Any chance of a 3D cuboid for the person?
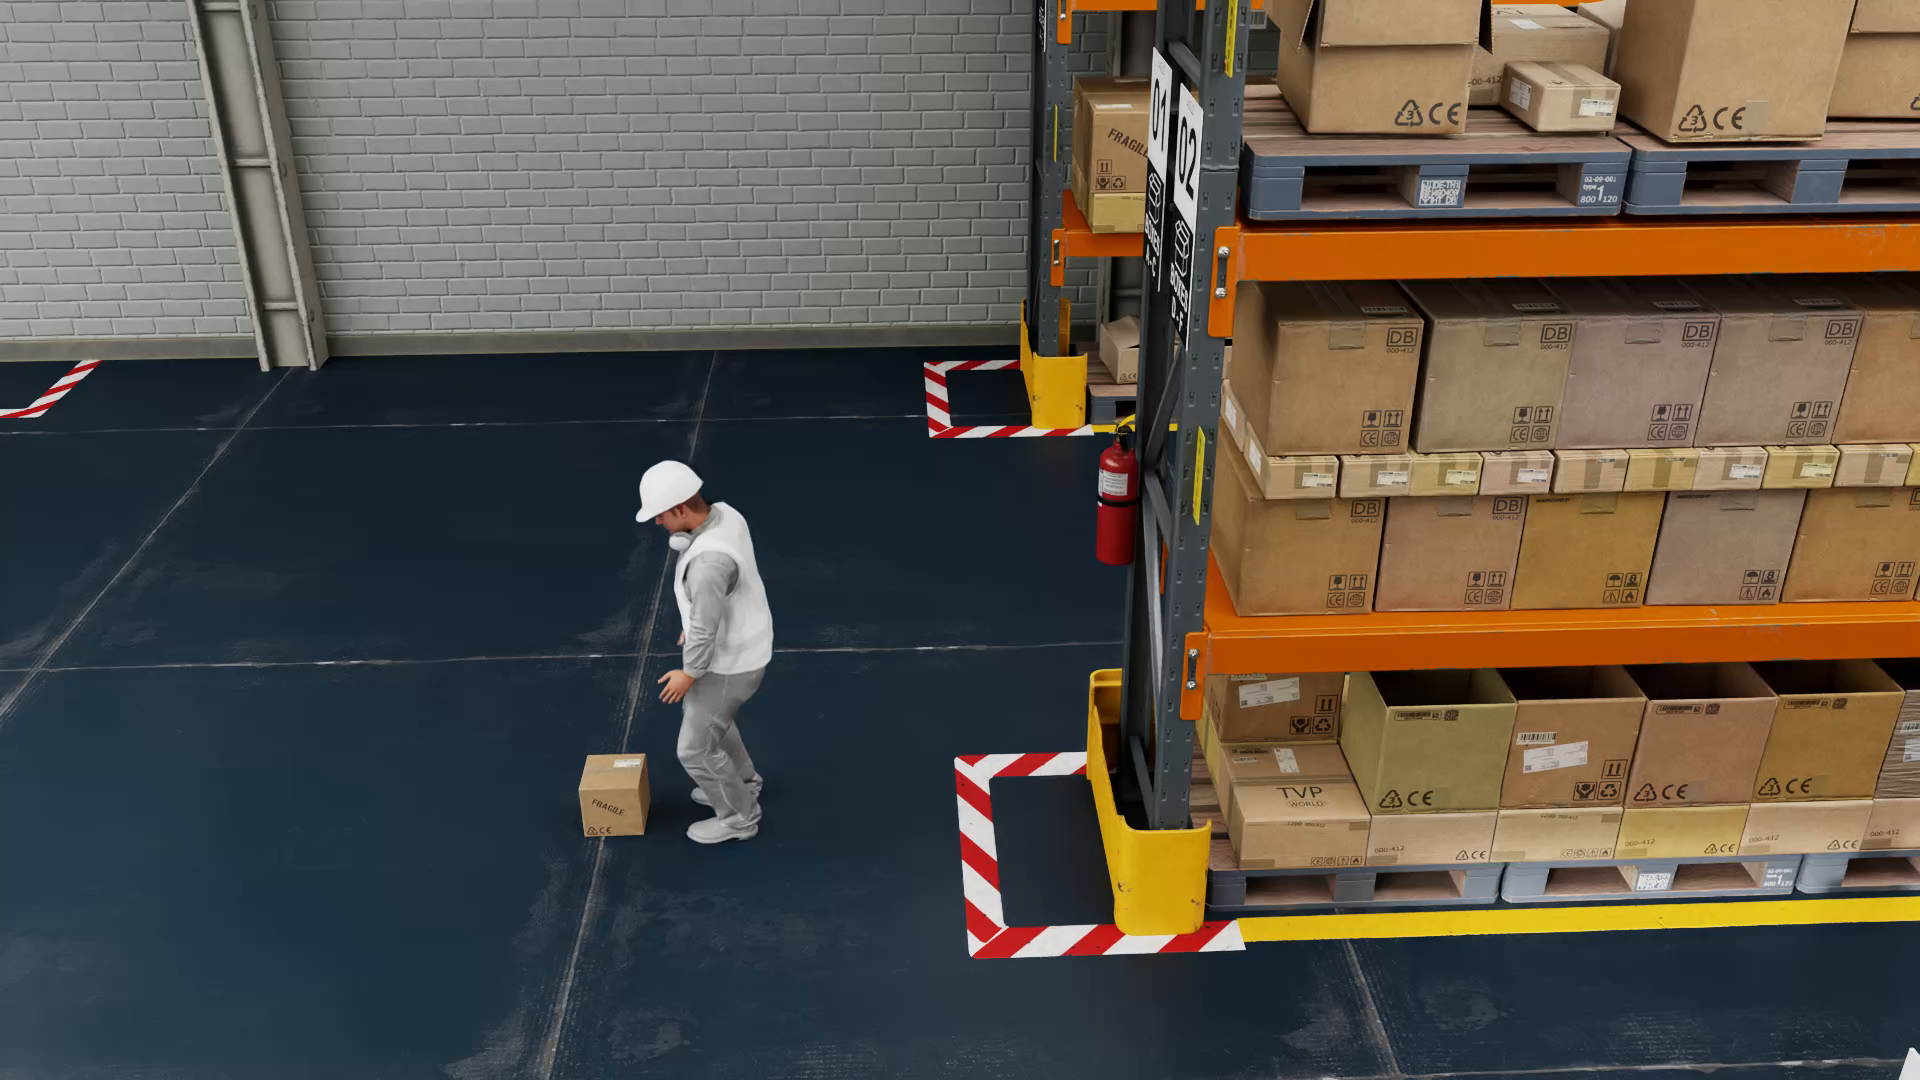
[{"bbox_3d":[-1.013,0.459,6.786,0.495,1.708,0.563,-1,27,-1],"label":"person"}]
